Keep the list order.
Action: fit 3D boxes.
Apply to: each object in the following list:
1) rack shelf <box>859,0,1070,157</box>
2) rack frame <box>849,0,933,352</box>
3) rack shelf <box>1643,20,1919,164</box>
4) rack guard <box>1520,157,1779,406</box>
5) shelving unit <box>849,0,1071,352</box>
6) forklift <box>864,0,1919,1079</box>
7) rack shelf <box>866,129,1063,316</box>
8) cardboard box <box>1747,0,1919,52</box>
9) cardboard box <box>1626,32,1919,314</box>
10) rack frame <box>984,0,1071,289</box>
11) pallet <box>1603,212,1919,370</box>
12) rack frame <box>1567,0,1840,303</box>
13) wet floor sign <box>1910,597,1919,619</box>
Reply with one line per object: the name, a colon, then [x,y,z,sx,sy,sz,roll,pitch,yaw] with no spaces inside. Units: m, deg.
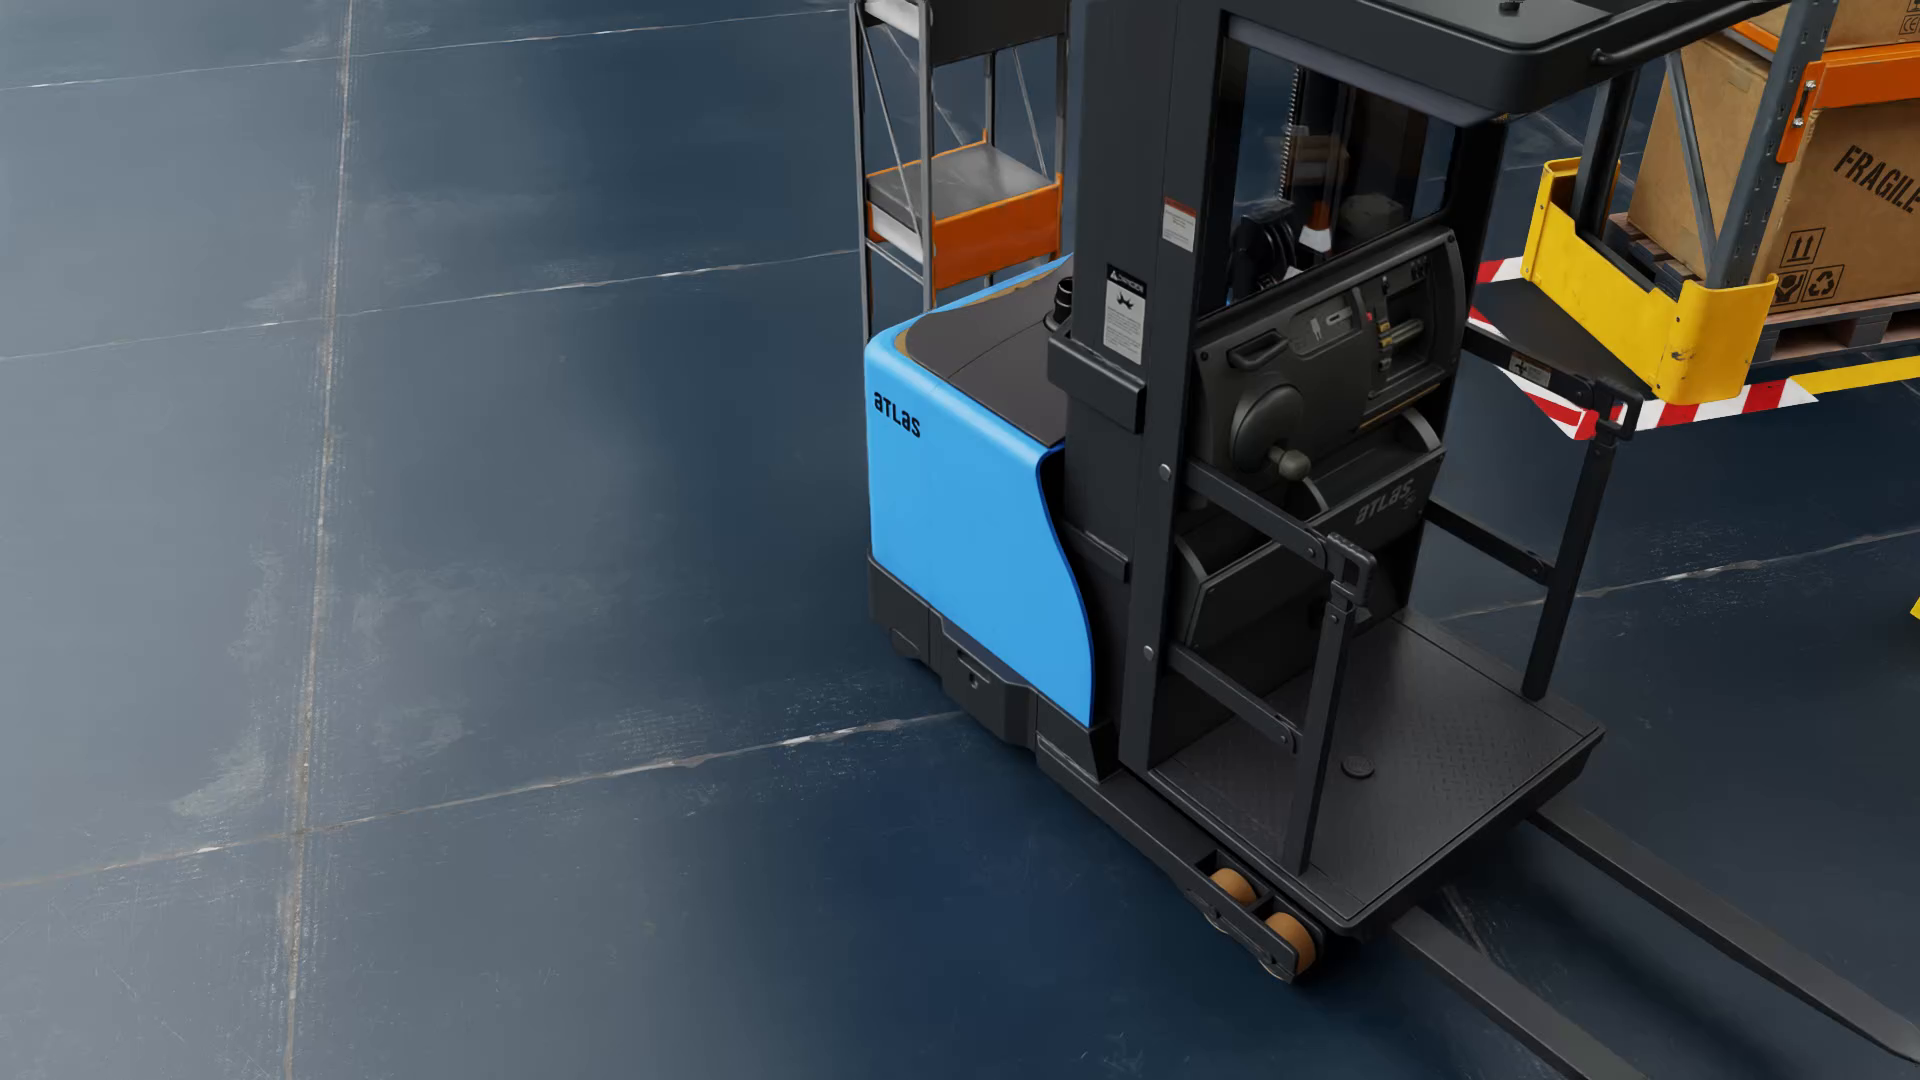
rack shelf: [-0.001,-1.485,4.832,0.480,0.518,0.431,-23,43,-27]
rack frame: [-0.200,-0.855,5.139,0.015,2.100,0.400,-23,43,-27]
rack shelf: [4.709,-2.105,6.625,4.000,0.370,1.077,-9,38,-12]
rack guard: [2.755,-1.078,6.747,0.348,0.500,1.175,-9,38,-12]
shelving unit: [0.001,-0.940,5.250,0.503,2.100,0.431,-23,43,-27]
forklift: [1.035,-0.386,3.842,1.130,2.935,3.031,-27,45,-30]
rack shelf: [0.001,-0.929,5.258,0.480,0.518,0.431,-23,43,-27]
cardboard box: [3.125,-2.219,6.059,0.550,0.550,0.875,-9,38,-12]
cardboard box: [3.416,-1.543,6.702,0.875,0.875,0.875,-9,38,-12]
rack frame: [0.201,-1.025,5.360,0.015,2.100,0.400,-23,43,-27]
pallet: [3.530,-1.139,7.066,1.213,0.211,1.003,-9,38,-12]
rack frame: [2.778,-2.074,5.993,0.127,3.000,1.000,-9,38,-12]
wet floor sign: [3.266,0.027,5.184,0.232,0.644,0.267,-16,40,-20]
